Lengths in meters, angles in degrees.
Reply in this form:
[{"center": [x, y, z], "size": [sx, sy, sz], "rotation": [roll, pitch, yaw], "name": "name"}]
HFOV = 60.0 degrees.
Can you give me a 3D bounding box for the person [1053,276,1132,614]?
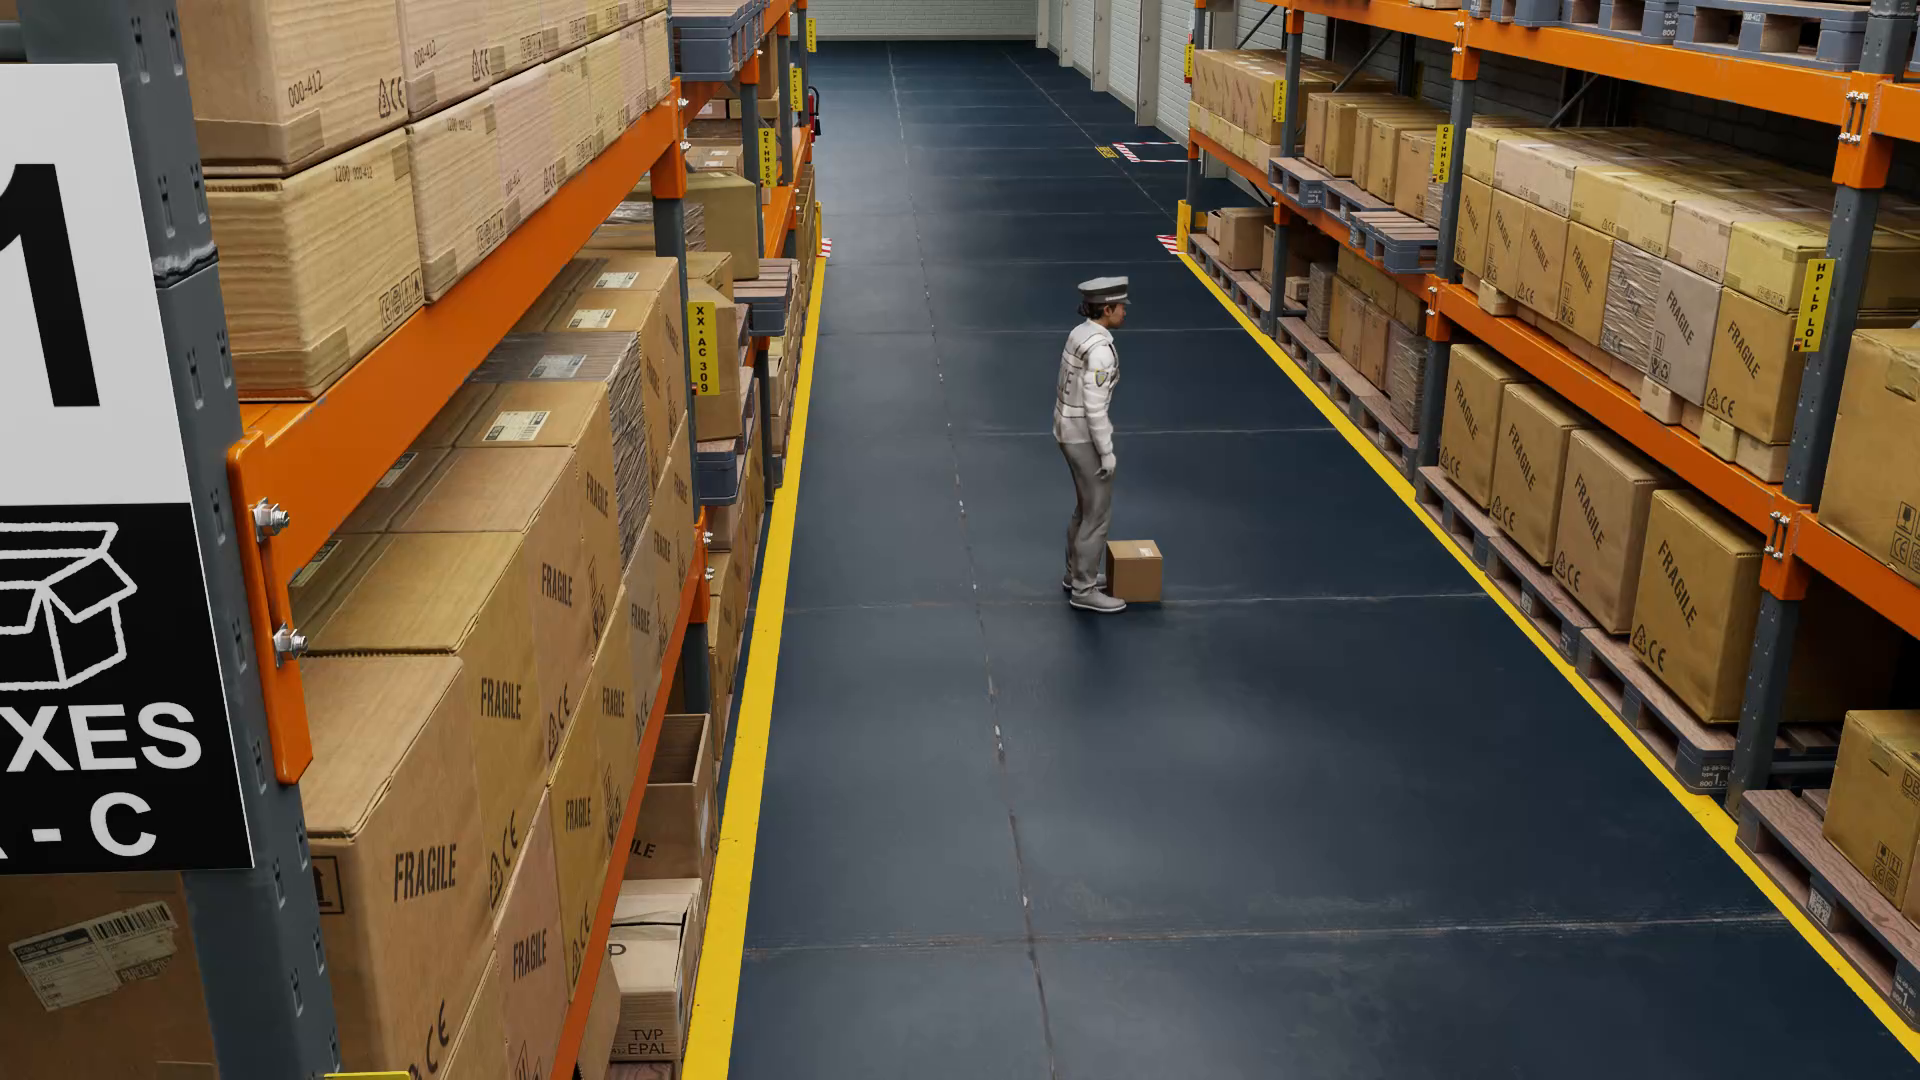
[{"center": [0.662, -0.496, 8.392], "size": [0.370, 1.667, 0.547], "rotation": [-2, 21, -6], "name": "person"}]
